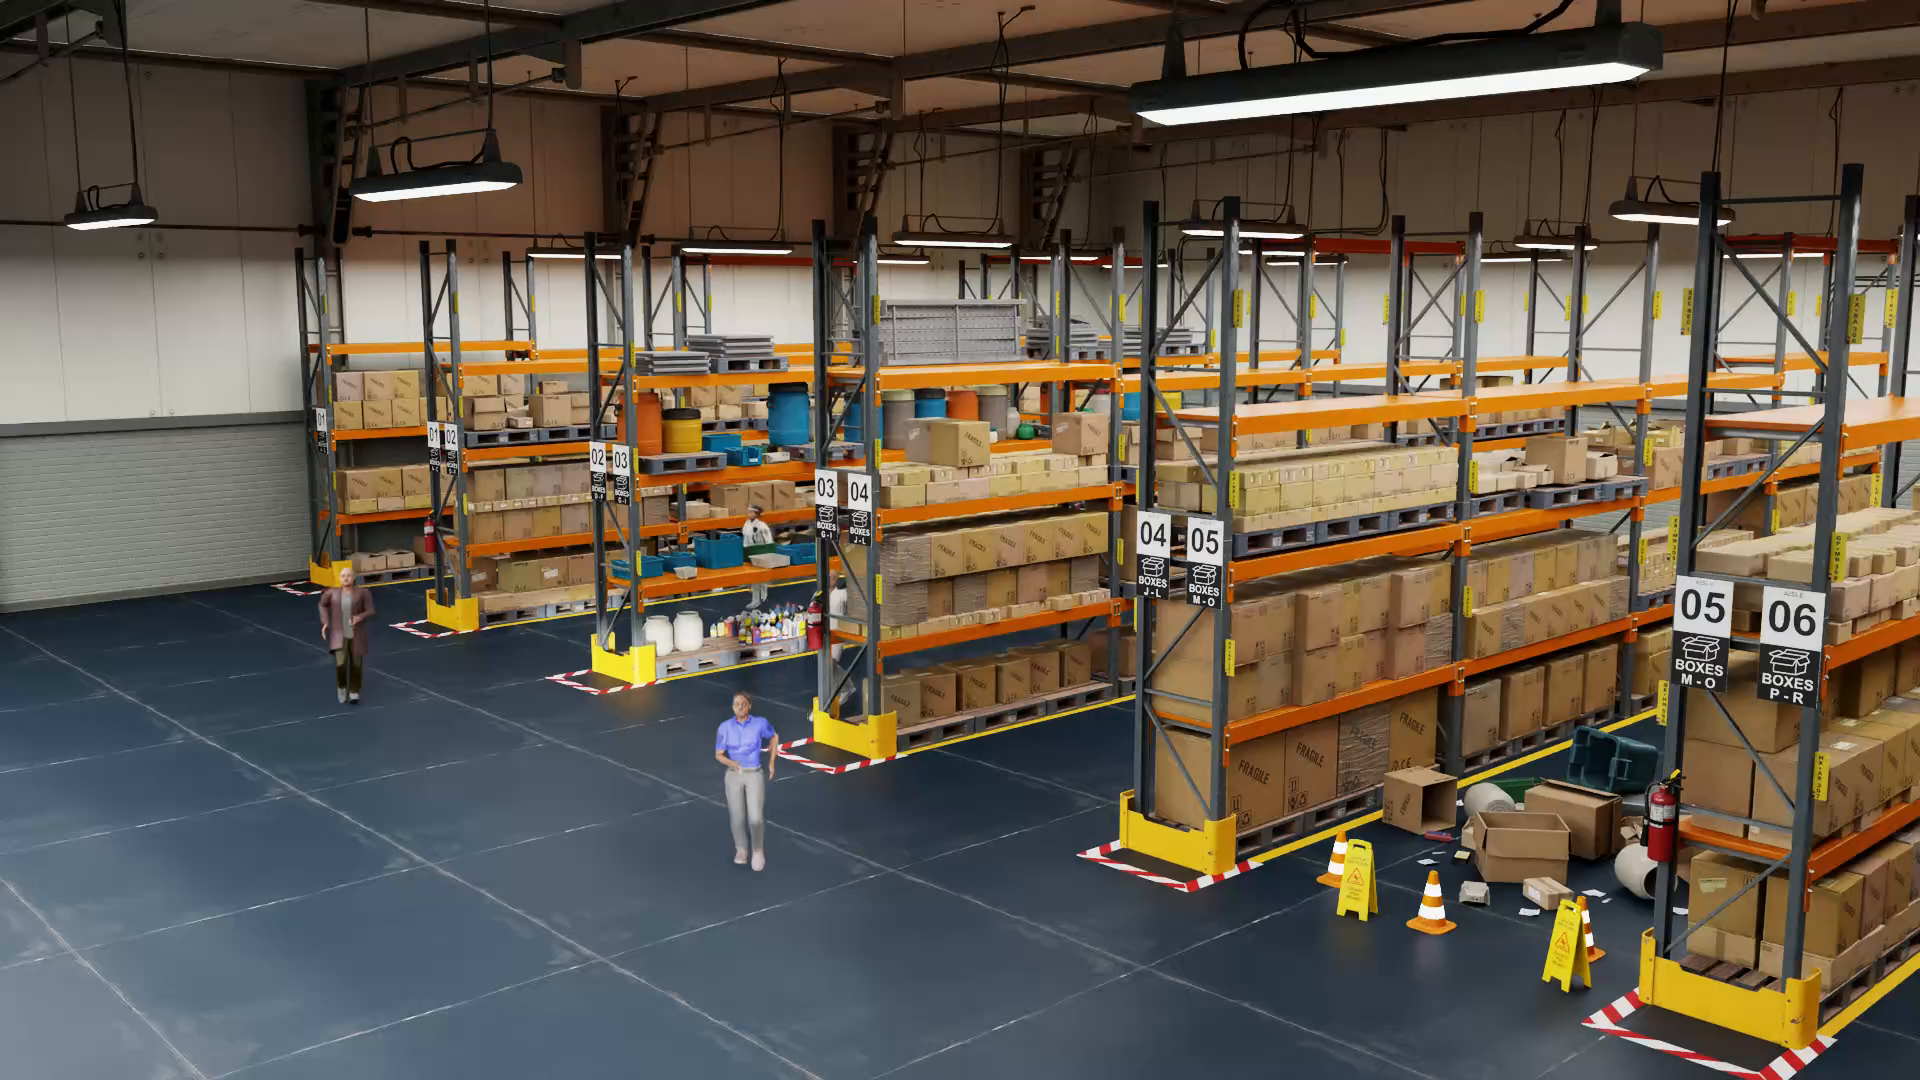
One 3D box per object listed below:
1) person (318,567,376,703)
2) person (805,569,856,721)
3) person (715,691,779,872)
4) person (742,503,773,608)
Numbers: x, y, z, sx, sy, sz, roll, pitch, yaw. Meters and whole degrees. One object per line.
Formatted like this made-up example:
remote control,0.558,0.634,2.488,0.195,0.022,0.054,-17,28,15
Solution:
person,-7.736,1.217,21.026,0.691,1.740,0.692,-3,9,-19
person,-1.596,1.259,20.609,0.685,1.821,0.958,7,11,40
person,-1.919,2.175,14.948,0.549,1.649,0.699,0,8,-2
person,-3.188,0.229,26.215,0.603,1.659,0.515,7,11,38
